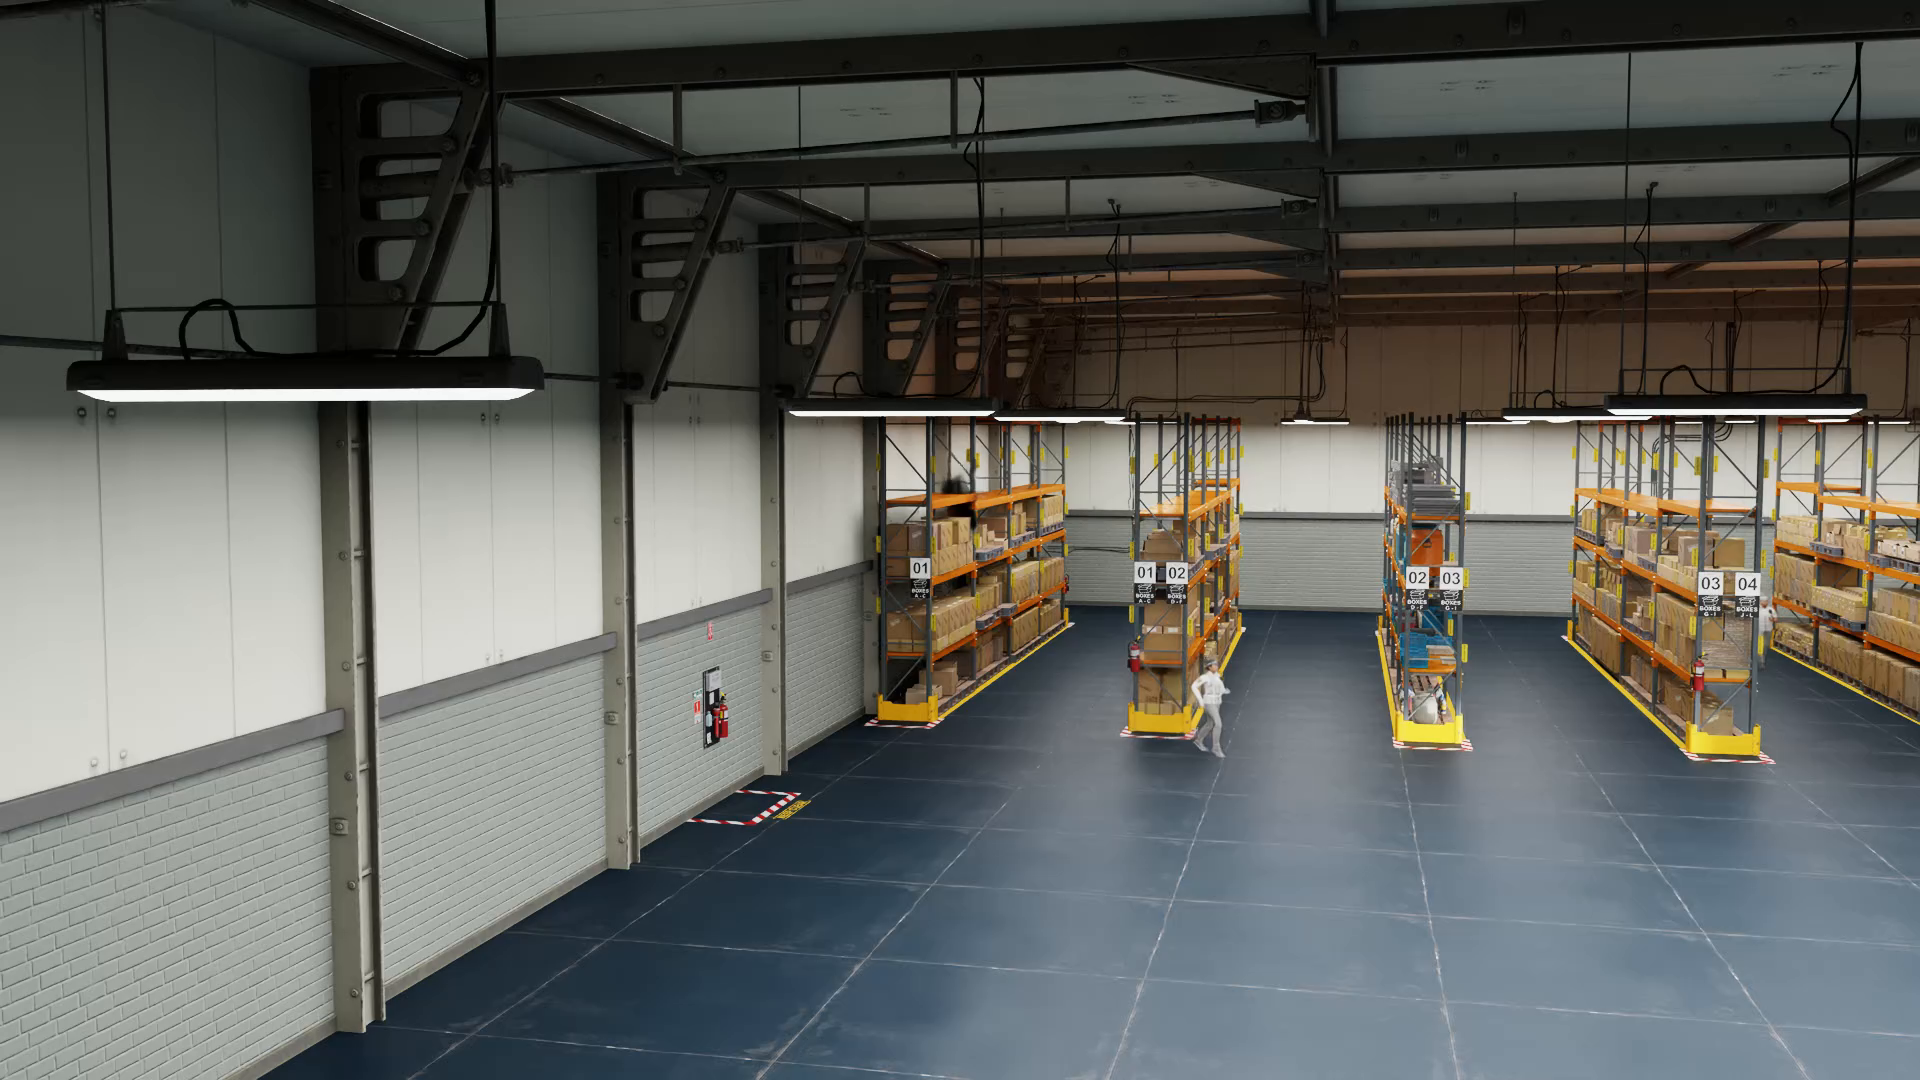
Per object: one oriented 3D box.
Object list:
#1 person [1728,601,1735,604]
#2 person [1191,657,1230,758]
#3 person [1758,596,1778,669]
[{"bbox_3d":[20.067,1.996,43.683,0.653,1.580,0.577,-3,5,-42],"label":"person"},{"bbox_3d":[4.389,2.907,29.061,0.757,1.740,0.587,3,5,41],"label":"person"},{"bbox_3d":[19.234,2.185,39.805,0.594,1.689,0.895,1,4,10],"label":"person"}]
